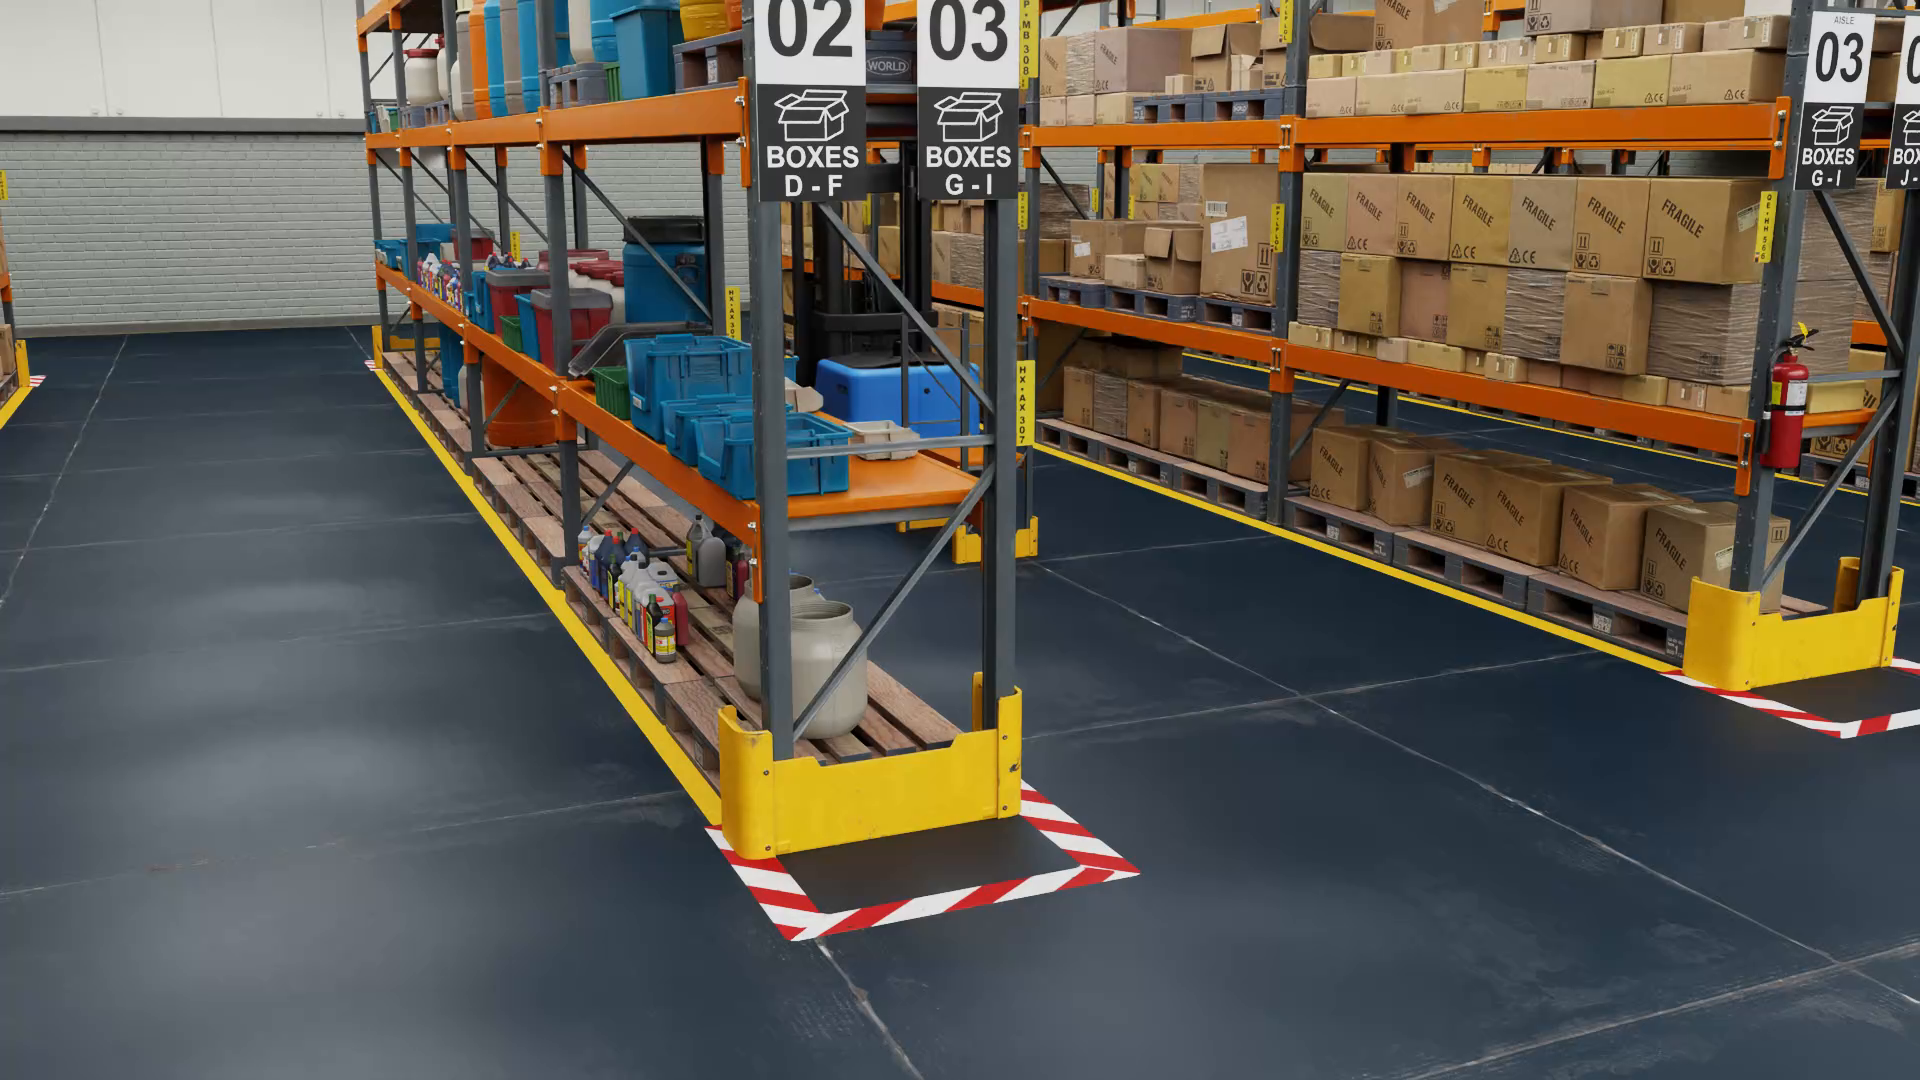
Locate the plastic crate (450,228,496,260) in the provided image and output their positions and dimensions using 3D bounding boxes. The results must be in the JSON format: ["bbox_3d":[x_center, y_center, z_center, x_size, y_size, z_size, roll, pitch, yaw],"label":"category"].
[{"bbox_3d":[-5.201,-3.085,17.774,0.402,0.464,0.583,-6,14,-23],"label":"plastic crate"}]

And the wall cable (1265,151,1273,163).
[{"bbox_3d":[5.958,-6.775,31.738,0.588,1.984,0.122,-6,14,-23],"label":"wall cable"}]

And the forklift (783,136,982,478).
[{"bbox_3d":[-0.867,-1.932,13.218,1.130,2.935,3.031,-5,14,-22],"label":"forklift"}]

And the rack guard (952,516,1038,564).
[{"bbox_3d":[0.230,-0.003,10.829,0.587,0.250,0.087,-6,14,-23],"label":"rack guard"}]

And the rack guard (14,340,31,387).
[{"bbox_3d":[-11.185,-1.964,18.748,1.175,0.500,0.348,-6,14,-23],"label":"rack guard"}]

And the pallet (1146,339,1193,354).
[{"bbox_3d":[3.256,-2.722,22.662,1.003,0.211,1.213,-6,14,-23],"label":"pallet"}]

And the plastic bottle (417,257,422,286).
[{"bbox_3d":[-5.317,-2.647,16.412,0.061,0.283,0.133,-6,14,-23],"label":"plastic bottle"}]

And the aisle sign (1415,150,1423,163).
[{"bbox_3d":[7.198,-6.296,26.156,0.394,0.787,0.004,-6,14,-23],"label":"aisle sign"}]

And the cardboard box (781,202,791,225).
[{"bbox_3d":[-1.992,-4.302,21.315,0.500,0.500,0.500,-6,14,-24],"label":"cardboard box"}]

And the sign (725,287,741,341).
[{"bbox_3d":[-1.360,-1.347,9.925,0.100,0.325,0.005,-6,14,-23],"label":"sign"}]

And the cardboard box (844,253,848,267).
[{"bbox_3d":[-1.163,-3.283,19.458,0.380,0.149,0.250,-6,14,-24],"label":"cardboard box"}]

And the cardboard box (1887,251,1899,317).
[{"bbox_3d":[7.655,-1.926,12.706,0.875,0.550,0.550,-6,14,-23],"label":"cardboard box"}]

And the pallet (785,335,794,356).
[{"bbox_3d":[-1.745,-2.575,22.028,1.003,0.211,1.213,-6,14,-23],"label":"pallet"}]

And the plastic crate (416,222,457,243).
[{"bbox_3d":[-6.370,-3.639,20.227,0.616,0.435,0.499,-6,14,-23],"label":"plastic crate"}]

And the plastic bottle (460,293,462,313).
[{"bbox_3d":[-4.053,-1.965,13.650,0.097,0.201,0.097,0,13,0],"label":"plastic bottle"}]

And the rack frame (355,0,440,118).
[{"bbox_3d":[-6.675,-6.567,19.787,1.000,3.000,0.127,-6,14,-23],"label":"rack frame"}]

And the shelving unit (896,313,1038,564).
[{"bbox_3d":[0.031,-0.715,11.133,0.587,1.500,1.083,-6,14,-23],"label":"shelving unit"}]

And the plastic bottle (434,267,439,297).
[{"bbox_3d":[-4.752,-2.360,15.198,0.097,0.271,0.097,0,13,0],"label":"plastic bottle"}]

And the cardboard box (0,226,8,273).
[{"bbox_3d":[-10.787,-3.178,18.229,0.500,0.500,0.500,-5,14,-21],"label":"cardboard box"}]

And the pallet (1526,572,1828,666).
[{"bbox_3d":[3.949,0.386,9.235,1.003,0.211,1.213,-6,14,-23],"label":"pallet"}]

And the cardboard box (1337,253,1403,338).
[{"bbox_3d":[2.961,-1.601,10.754,0.875,0.500,0.500,-6,14,-23],"label":"cardboard box"}]

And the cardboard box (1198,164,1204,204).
[{"bbox_3d":[3.402,-4.552,21.287,0.500,0.500,0.500,-6,14,-25],"label":"cardboard box"}]

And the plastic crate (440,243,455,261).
[{"bbox_3d":[-5.516,-3.122,18.335,0.437,0.282,0.530,-6,14,-23],"label":"plastic crate"}]

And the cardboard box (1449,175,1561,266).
[{"bbox_3d":[3.229,-1.869,9.692,0.500,0.500,0.500,-6,14,-23],"label":"cardboard box"}]

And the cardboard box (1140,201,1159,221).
[{"bbox_3d":[2.797,-4.384,22.779,0.500,0.500,0.500,-5,14,-22],"label":"cardboard box"}]

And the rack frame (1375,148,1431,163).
[{"bbox_3d":[6.943,-4.987,26.264,1.000,3.000,0.127,-6,14,-23],"label":"rack frame"}]

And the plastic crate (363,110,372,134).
[{"bbox_3d":[-6.776,-4.937,19.688,0.497,0.269,0.590,-6,14,-23],"label":"plastic crate"}]

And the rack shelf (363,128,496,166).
[{"bbox_3d":[-5.874,-4.342,18.421,1.077,0.370,4.000,-6,14,-23],"label":"rack shelf"}]

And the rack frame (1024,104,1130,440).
[{"bbox_3d":[1.067,-2.439,15.255,1.000,3.000,0.127,-6,14,-23],"label":"rack frame"}]

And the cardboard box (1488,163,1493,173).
[{"bbox_3d":[7.676,-5.317,23.813,0.380,0.149,0.250,-6,14,-24],"label":"cardboard box"}]

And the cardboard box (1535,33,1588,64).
[{"bbox_3d":[3.360,-2.667,9.038,0.380,0.149,0.250,-6,15,-26],"label":"cardboard box"}]

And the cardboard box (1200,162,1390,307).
[{"bbox_3d":[2.480,-2.286,12.334,1.000,1.000,1.000,-6,14,-23],"label":"cardboard box"}]

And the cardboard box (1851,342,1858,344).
[{"bbox_3d":[10.365,-2.141,18.863,0.950,0.372,0.625,-7,15,-27],"label":"cardboard box"}]

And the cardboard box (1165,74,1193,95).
[{"bbox_3d":[1.827,-3.543,12.960,0.380,0.166,0.250,-6,14,-25],"label":"cardboard box"}]

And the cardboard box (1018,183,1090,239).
[{"bbox_3d":[0.789,-3.129,15.790,0.797,0.503,0.637,-5,14,-21],"label":"cardboard box"}]

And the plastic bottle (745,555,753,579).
[{"bbox_3d":[-1.079,0.195,8.941,0.152,0.276,0.135,-5,14,-22],"label":"plastic bottle"}]

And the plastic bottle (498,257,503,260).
[{"bbox_3d":[-4.619,-2.705,16.681,0.152,0.276,0.135,-6,14,-23],"label":"plastic bottle"}]

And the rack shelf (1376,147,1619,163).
[{"bbox_3d":[7.744,-5.685,24.222,1.077,0.370,4.000,-6,14,-23],"label":"rack shelf"}]

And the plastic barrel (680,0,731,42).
[{"bbox_3d":[-0.839,-2.320,6.742,0.600,0.588,0.600,0,13,0],"label":"plastic barrel"}]

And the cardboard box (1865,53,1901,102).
[{"bbox_3d":[4.316,-2.297,8.324,0.500,0.250,0.500,-5,14,-21],"label":"cardboard box"}]

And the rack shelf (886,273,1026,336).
[{"bbox_3d":[0.266,-2.502,17.122,1.077,0.370,4.000,-6,14,-23],"label":"rack shelf"}]

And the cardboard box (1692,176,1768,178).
[{"bbox_3d":[4.108,-1.709,9.003,0.500,0.500,0.500,-6,14,-23],"label":"cardboard box"}]

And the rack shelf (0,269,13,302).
[{"bbox_3d":[-10.414,-2.434,16.830,1.077,0.370,4.000,-6,14,-23],"label":"rack shelf"}]

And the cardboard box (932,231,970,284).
[{"bbox_3d":[0.034,-2.883,16.952,0.500,0.500,0.500,-5,14,-22],"label":"cardboard box"}]

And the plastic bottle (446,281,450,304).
[{"bbox_3d":[-4.419,-2.154,14.464,0.097,0.201,0.097,0,13,0],"label":"plastic bottle"}]

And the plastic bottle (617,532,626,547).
[{"bbox_3d":[-1.891,0.104,9.317,0.061,0.283,0.133,-6,14,-23],"label":"plastic bottle"}]

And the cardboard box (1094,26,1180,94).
[{"bbox_3d":[1.428,-3.864,13.429,0.500,0.500,0.500,-6,14,-25],"label":"cardboard box"}]

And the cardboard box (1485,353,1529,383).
[{"bbox_3d":[3.272,-1.004,9.614,0.380,0.149,0.250,-6,14,-23],"label":"cardboard box"}]

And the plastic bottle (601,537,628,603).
[{"bbox_3d":[-1.850,0.154,8.950,0.144,0.351,0.185,-6,14,-25],"label":"plastic bottle"}]

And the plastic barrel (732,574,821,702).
[{"bbox_3d":[-0.801,0.436,7.419,0.421,0.512,0.421,0,13,0],"label":"plastic barrel"}]

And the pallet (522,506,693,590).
[{"bbox_3d":[-2.219,0.035,10.752,1.003,0.211,1.213,-6,14,-23],"label":"pallet"}]

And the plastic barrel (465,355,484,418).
[{"bbox_3d":[-4.135,-1.354,14.985,0.600,0.588,0.708,-6,14,-23],"label":"plastic barrel"}]

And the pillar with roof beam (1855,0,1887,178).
[{"bbox_3d":[9.694,-7.369,23.251,9.100,9.000,0.400,-6,14,-23],"label":"pillar with roof beam"}]

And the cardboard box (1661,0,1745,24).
[{"bbox_3d":[3.925,-3.016,9.105,0.500,0.500,0.500,-6,14,-23],"label":"cardboard box"}]
